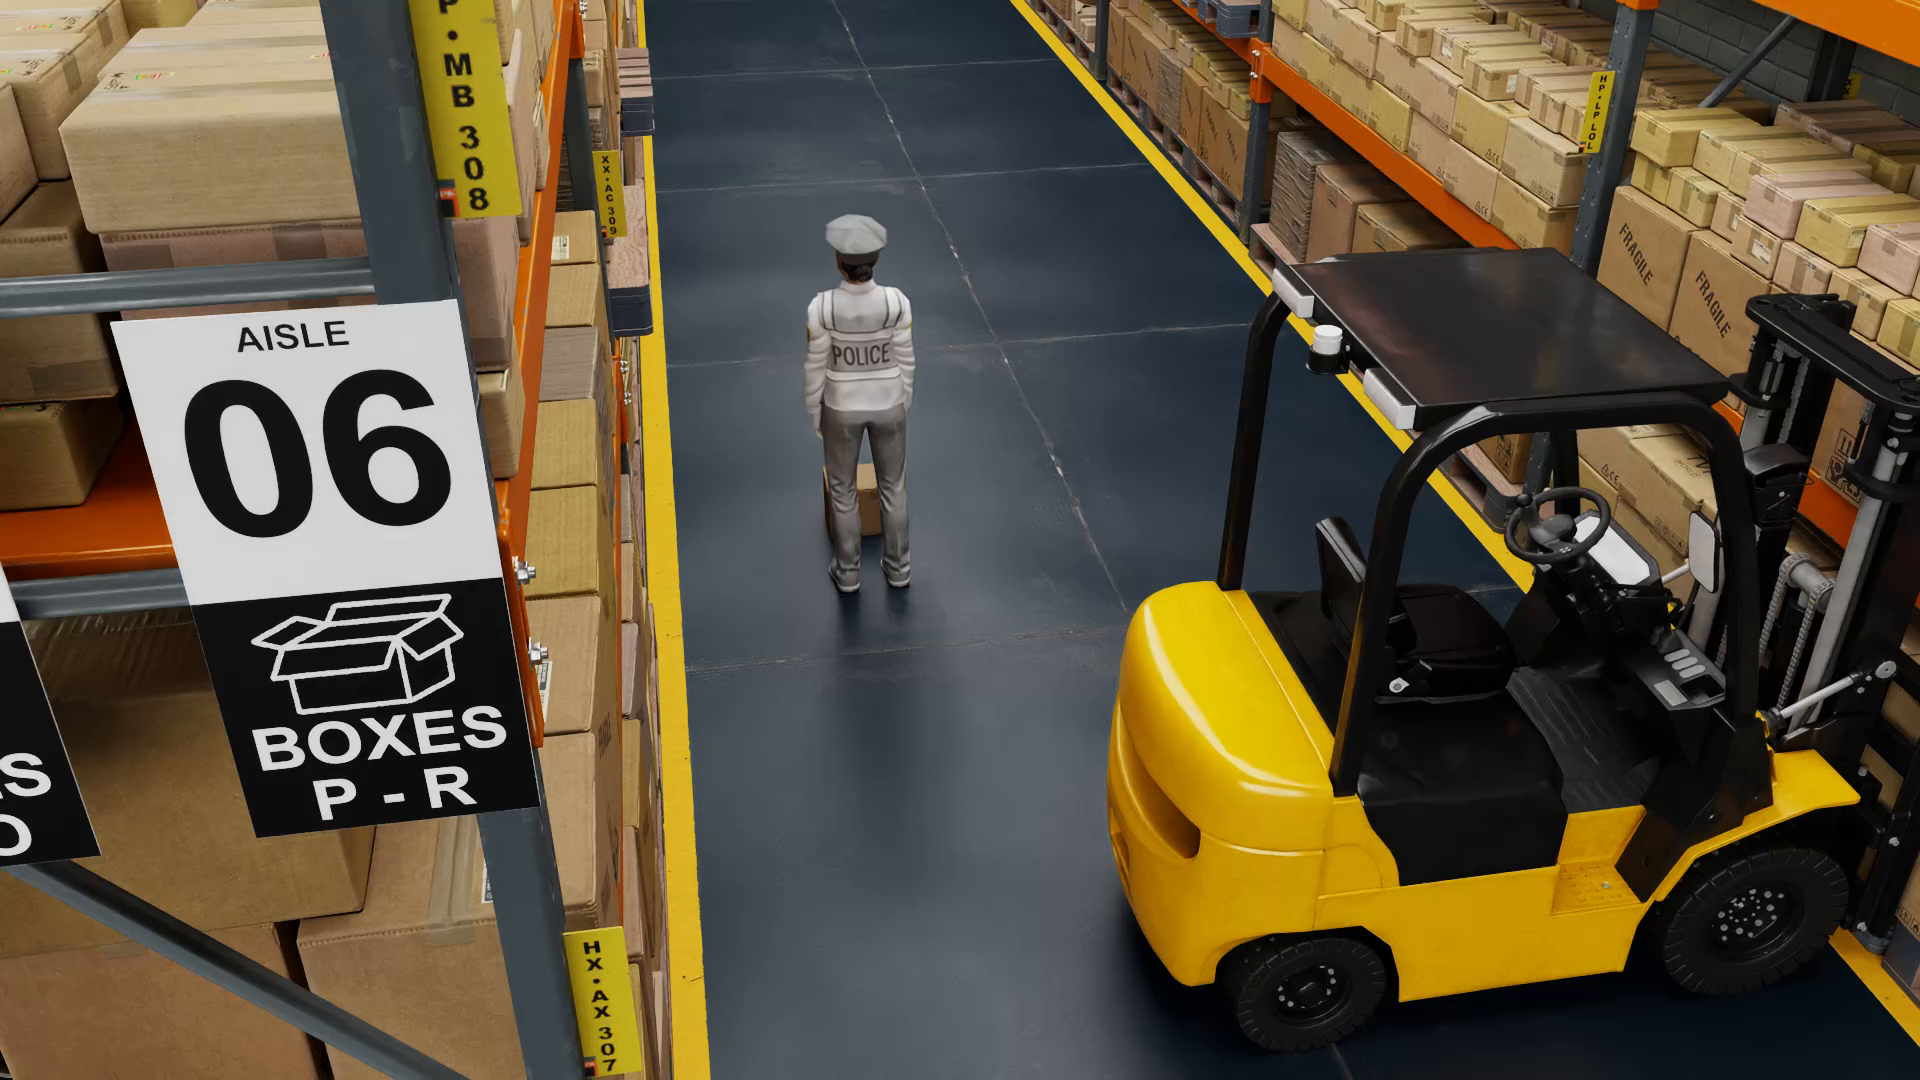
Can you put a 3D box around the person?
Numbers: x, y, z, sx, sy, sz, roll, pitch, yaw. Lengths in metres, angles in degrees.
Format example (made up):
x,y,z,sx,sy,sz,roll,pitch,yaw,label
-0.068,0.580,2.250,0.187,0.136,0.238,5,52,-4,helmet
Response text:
x,y,z,sx,sy,sz,roll,pitch,yaw,label
-0.424,-0.556,7.050,0.466,1.680,0.340,-5,31,-8,person
